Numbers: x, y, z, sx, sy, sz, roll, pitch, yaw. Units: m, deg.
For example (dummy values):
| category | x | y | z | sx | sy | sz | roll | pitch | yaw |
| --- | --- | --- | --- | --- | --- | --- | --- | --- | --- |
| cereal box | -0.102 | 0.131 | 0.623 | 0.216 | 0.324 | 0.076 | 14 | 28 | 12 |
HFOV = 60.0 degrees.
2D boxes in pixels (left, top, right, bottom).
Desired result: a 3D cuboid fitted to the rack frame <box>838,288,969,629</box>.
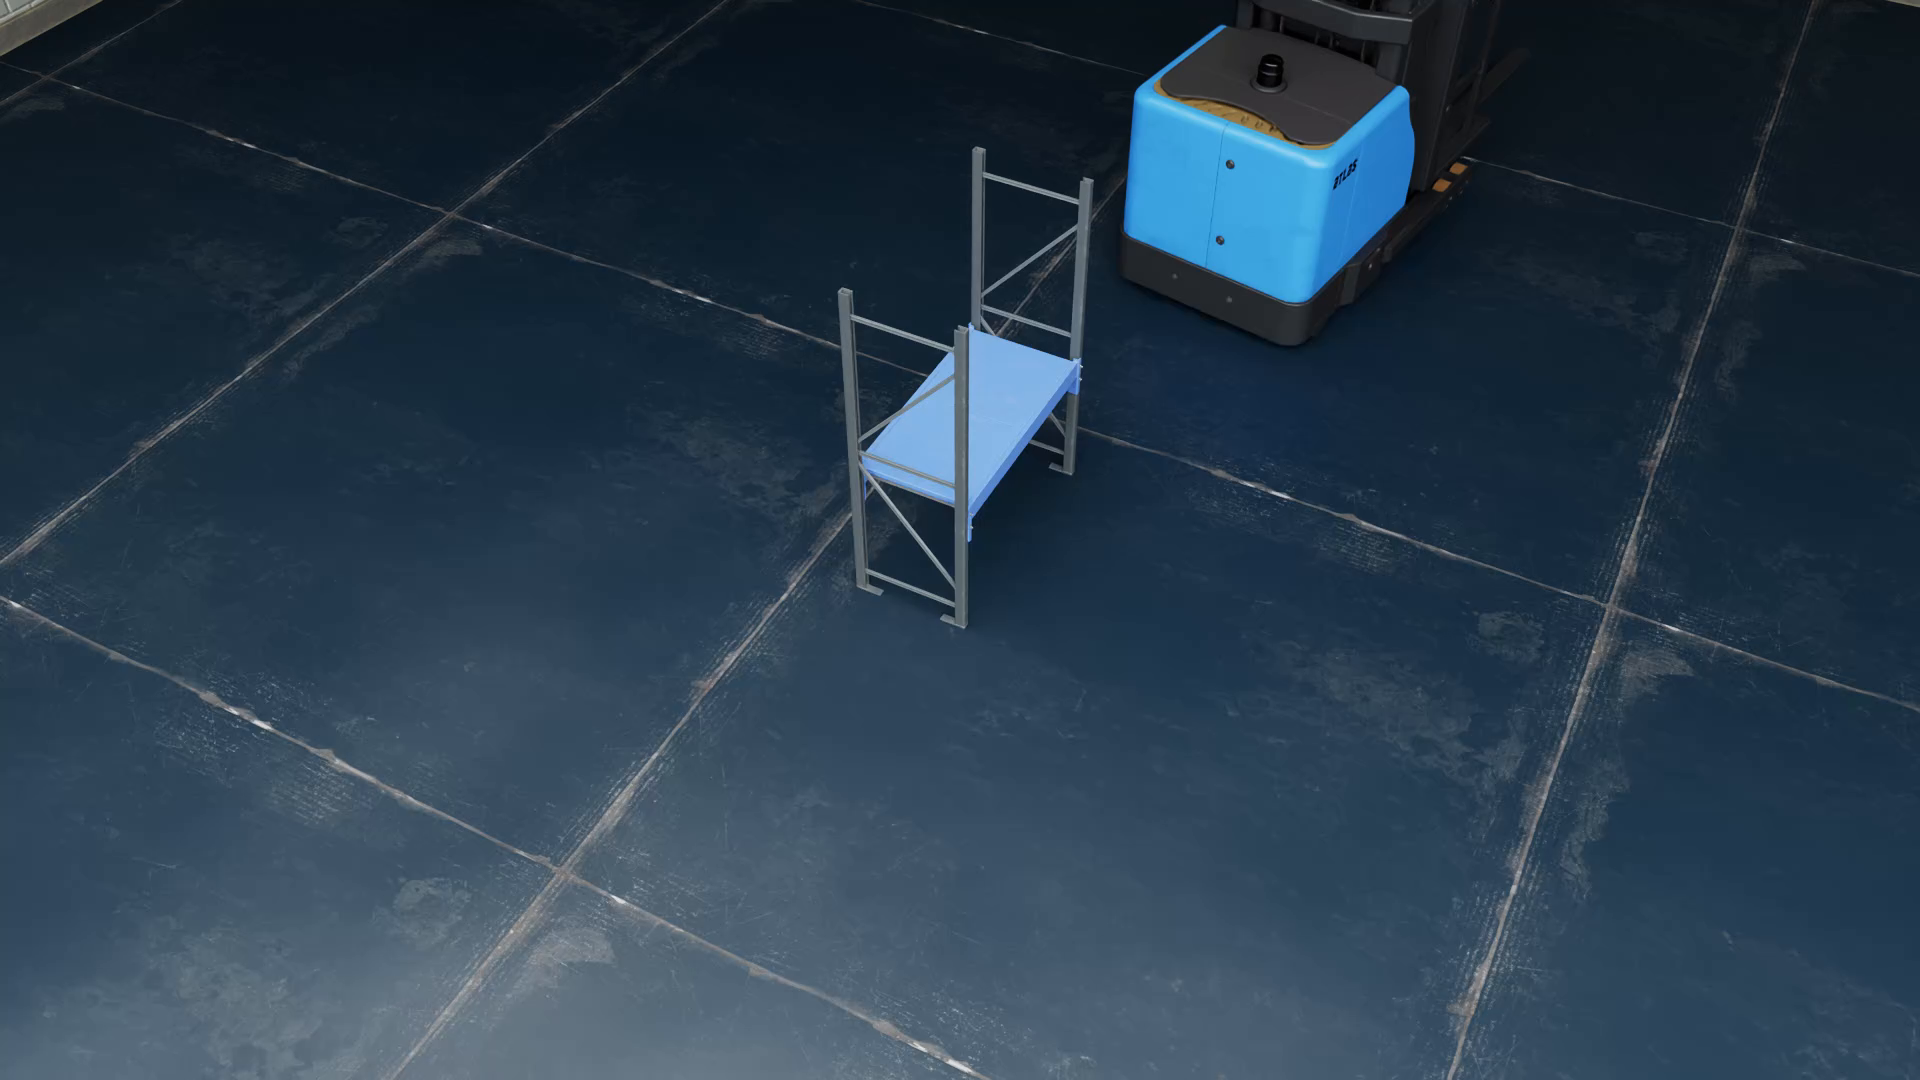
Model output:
| category | x | y | z | sx | sy | sz | roll | pitch | yaw |
| --- | --- | --- | --- | --- | --- | --- | --- | --- | --- |
| rack frame | -0.196 | -0.261 | 6.233 | 0.500 | 1.500 | 0.032 | 20 | 49 | 19 |

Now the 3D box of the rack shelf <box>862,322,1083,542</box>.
| category | x | y | z | sx | sy | sz | roll | pitch | yaw |
| --- | --- | --- | --- | --- | --- | --- | --- | --- | --- |
| rack shelf | 0.040 | -0.455 | 6.678 | 0.538 | 0.185 | 1.000 | 20 | 49 | 19 |

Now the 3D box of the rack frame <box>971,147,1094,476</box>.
| category | x | y | z | sx | sy | sz | roll | pitch | yaw |
| --- | --- | --- | --- | --- | --- | --- | --- | --- | --- |
| rack frame | 0.276 | -0.901 | 6.866 | 0.500 | 1.500 | 0.032 | 20 | 49 | 19 |

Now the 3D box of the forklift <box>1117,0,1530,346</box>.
| category | x | y | z | sx | sy | sz | roll | pitch | yaw |
| --- | --- | --- | --- | --- | --- | --- | --- | --- | --- |
| forklift | 2.068 | -2.947 | 7.882 | 1.130 | 2.935 | 3.031 | 28 | 52 | 25 |

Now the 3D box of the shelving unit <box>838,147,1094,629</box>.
| category | x | y | z | sx | sy | sz | roll | pitch | yaw |
| --- | --- | --- | --- | --- | --- | --- | --- | --- | --- |
| shelving unit | 0.040 | -0.581 | 6.550 | 0.538 | 1.500 | 1.048 | 20 | 49 | 19 |
